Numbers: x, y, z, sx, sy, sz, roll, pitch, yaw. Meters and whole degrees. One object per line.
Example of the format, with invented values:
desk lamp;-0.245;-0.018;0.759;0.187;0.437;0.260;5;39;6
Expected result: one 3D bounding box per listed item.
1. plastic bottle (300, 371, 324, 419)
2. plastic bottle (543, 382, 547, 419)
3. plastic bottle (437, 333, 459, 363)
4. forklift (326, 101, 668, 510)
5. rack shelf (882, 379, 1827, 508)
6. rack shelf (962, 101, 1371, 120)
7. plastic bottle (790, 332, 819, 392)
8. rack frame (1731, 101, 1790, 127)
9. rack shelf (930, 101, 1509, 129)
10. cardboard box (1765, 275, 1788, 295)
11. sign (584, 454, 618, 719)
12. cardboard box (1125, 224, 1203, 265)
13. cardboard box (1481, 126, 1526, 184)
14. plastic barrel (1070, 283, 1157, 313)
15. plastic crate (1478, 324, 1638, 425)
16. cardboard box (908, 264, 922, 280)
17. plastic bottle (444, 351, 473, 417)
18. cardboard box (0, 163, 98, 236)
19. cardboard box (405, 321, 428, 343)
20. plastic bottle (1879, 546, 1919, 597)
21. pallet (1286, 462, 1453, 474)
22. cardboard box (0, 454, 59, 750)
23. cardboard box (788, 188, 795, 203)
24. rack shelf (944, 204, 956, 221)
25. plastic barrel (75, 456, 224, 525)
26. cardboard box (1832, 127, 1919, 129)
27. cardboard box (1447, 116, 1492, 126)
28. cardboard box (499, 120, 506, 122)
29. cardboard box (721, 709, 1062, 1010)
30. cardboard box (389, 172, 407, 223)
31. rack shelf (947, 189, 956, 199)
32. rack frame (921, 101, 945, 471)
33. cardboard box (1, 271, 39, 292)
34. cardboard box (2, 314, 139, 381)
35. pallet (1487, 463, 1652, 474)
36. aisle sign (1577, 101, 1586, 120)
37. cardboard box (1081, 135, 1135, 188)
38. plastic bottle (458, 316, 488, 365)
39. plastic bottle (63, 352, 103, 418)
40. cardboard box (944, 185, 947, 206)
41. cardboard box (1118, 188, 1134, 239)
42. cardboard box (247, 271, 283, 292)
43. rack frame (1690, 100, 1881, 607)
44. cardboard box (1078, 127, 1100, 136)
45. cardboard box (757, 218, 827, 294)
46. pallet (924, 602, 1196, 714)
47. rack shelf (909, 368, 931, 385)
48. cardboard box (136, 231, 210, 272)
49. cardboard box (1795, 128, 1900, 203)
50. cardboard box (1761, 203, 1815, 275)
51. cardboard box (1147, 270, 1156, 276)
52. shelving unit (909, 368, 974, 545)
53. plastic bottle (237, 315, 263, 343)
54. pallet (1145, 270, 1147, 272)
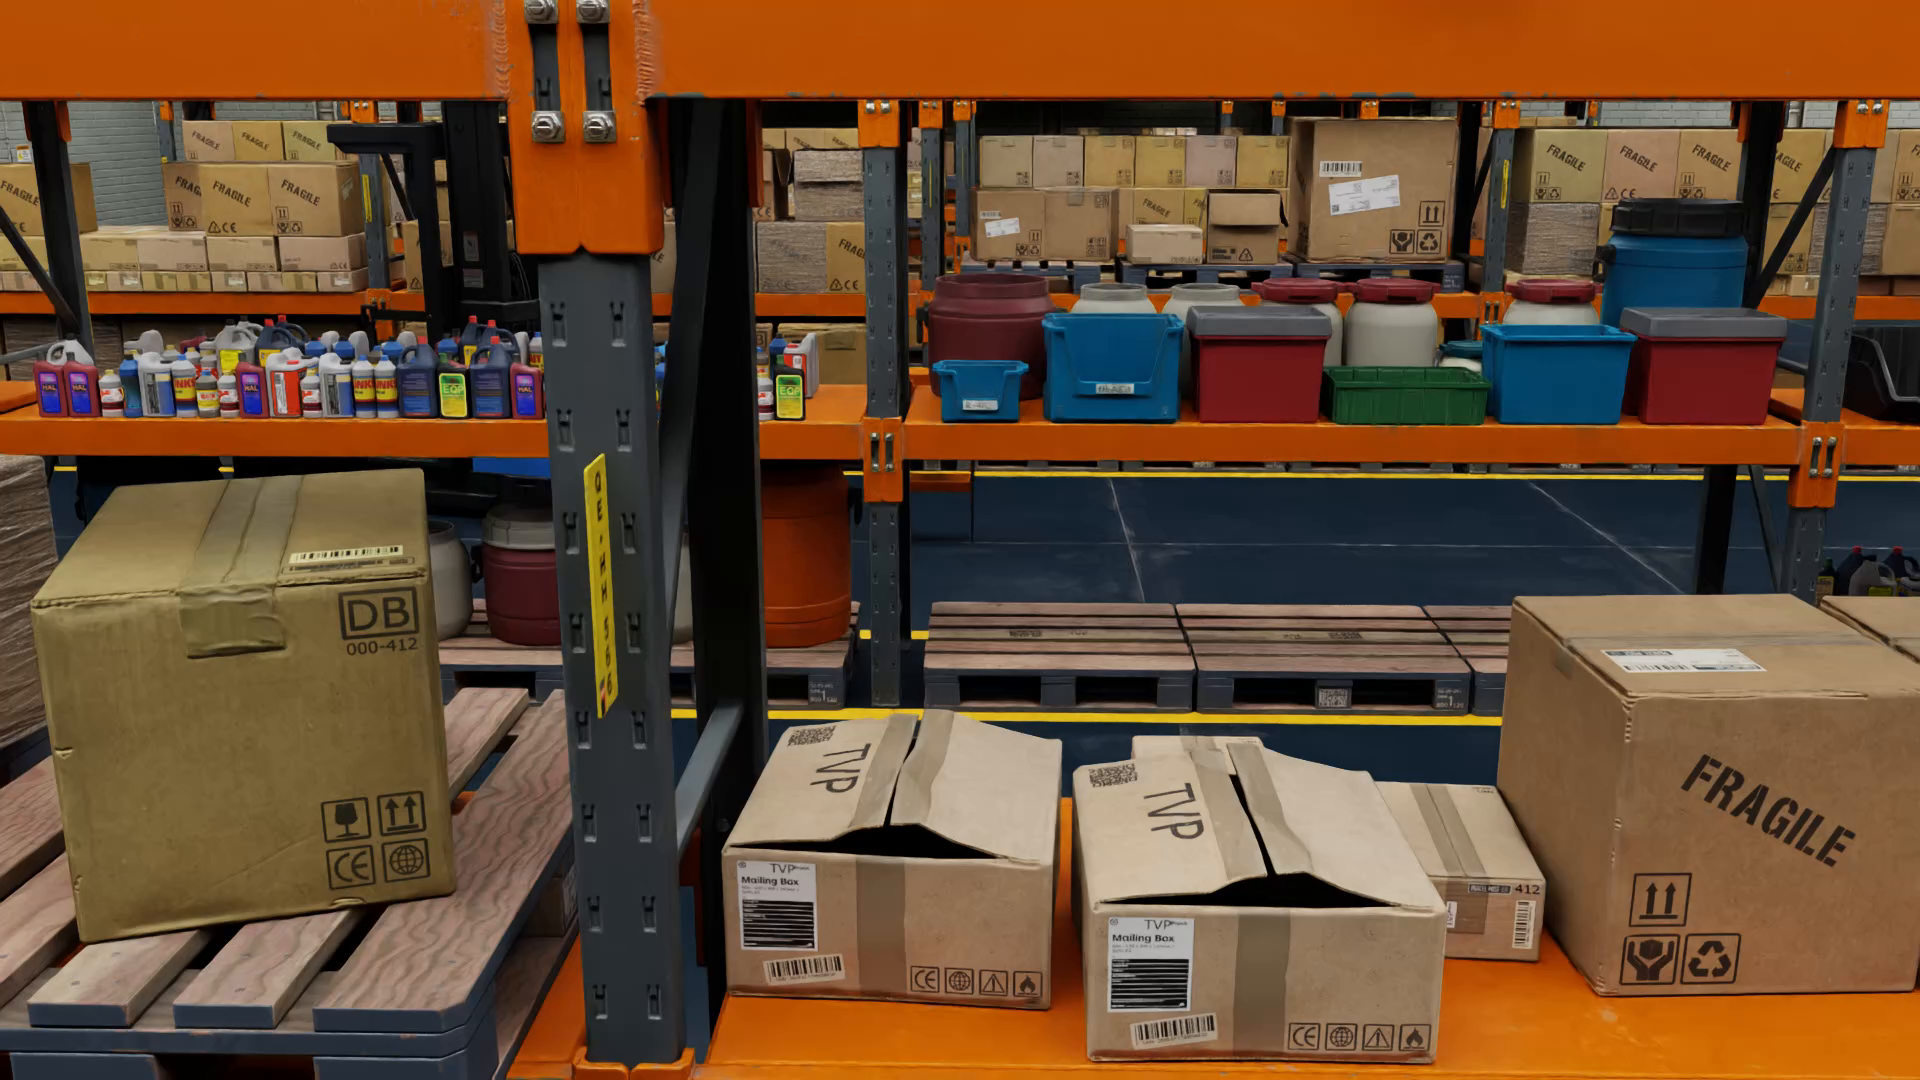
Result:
plastic bottle;-2.827;-0.638;7.266;0.097;0.201;0.097;0;15;0
plastic bottle;-1.764;-0.631;7.240;0.097;0.201;0.097;0;15;0
plastic bottle;-2.435;-0.847;7.923;0.097;0.271;0.097;0;15;0
forklift;-3.422;-1.726;11.137;3.031;2.935;1.130;5;16;19
rack shelf;1.677;-0.461;7.616;4.000;0.370;1.077;0;15;1
rack shelf;2.031;-4.438;16.813;4.000;0.370;1.077;0;15;1
plastic bottle;-0.747;-0.847;7.913;0.135;0.276;0.152;0;15;1
rack frame;8.029;-3.297;16.956;0.127;3.000;1.000;0;15;1
rack shelf;1.804;-3.174;12.021;4.000;0.370;1.077;0;15;1
cardboard box;5.761;-1.863;12.012;0.250;0.149;0.380;0;15;1
sign;-0.457;0.059;2.124;0.005;0.325;0.100;0;15;1
cardboard box;1.474;-2.146;12.063;0.500;0.250;0.500;0;15;0
cardboard box;5.488;-3.894;16.808;0.550;0.550;0.875;0;15;1
plastic barrel;0.712;-0.923;7.741;0.421;0.512;0.421;0;15;0
plastic crate;2.566;-0.716;7.204;0.575;0.384;0.392;0;15;1
cardboard box;-0.651;-2.772;17.574;0.500;0.250;0.500;0;15;-1
plastic bottle;-2.197;-0.684;7.281;0.133;0.283;0.061;0;15;1
cardboard box;-6.702;-2.494;12.152;0.500;0.500;0.500;0;15;0
cardboard box;-3.554;-1.287;12.681;0.875;0.875;1.225;0;15;2
plastic bottle;4.519;0.205;8.015;0.185;0.351;0.144;0;15;-1
pallet;3.025;-0.715;12.636;1.213;0.211;1.003;0;15;1
cardboard box;-1.994;0.160;2.833;0.500;0.500;0.700;3;15;12
cardboard box;-1.763;-3.469;16.696;0.250;0.149;0.380;1;15;3
rack shelf;-1.942;-4.277;22.081;4.000;0.370;1.077;0;15;1
plastic barrel;-3.778;-0.028;7.857;0.708;0.901;0.600;0;15;1
cardboard box;6.759;-2.786;12.282;0.500;0.500;0.500;0;15;1
cardboard box;6.520;-5.165;21.299;0.500;0.500;0.700;0;15;1
cardboard box;-4.444;-3.985;16.824;0.500;0.500;0.500;0;15;-1
cardboard box;-0.090;0.498;2.746;0.500;0.311;0.500;1;15;5
cardboard box;-5.474;-3.505;16.968;0.500;0.500;0.500;0;15;1
rack shelf;-1.819;-5.543;26.879;4.000;0.370;1.077;0;15;1
rack frame;-0.196;-2.085;12.361;0.127;3.000;1.000;0;15;1
cardboard box;-6.819;-1.923;12.240;0.250;0.149;0.380;0;15;0
cardboard box;-6.642;-1.323;12.815;0.875;0.875;0.875;0;15;1
pallet;4.475;-0.715;12.636;1.213;0.211;1.003;0;15;1
aisle sign;8.125;-5.895;21.709;0.004;0.787;0.394;0;15;1
cardboard box;1.499;-3.869;16.970;0.500;0.500;0.700;0;15;1
plastic bottle;-2.293;-0.894;7.945;0.185;0.351;0.144;0;15;1
plastic bottle;-3.832;-0.679;7.263;0.133;0.283;0.061;0;15;1
cardboard box;-0.425;-4.607;22.215;0.500;0.250;0.500;0;15;0
cardboard box;1.486;-3.319;16.846;0.500;0.500;0.500;0;15;1
cardboard box;-5.022;-1.911;12.196;0.250;0.149;0.380;0;15;0
rack frame;3.676;-0.795;7.475;0.127;3.000;1.000;0;15;1
cardboard box;1.700;-5.382;21.986;0.250;0.149;0.380;0;15;-1
cardboard box;-1.194;-2.078;12.139;0.500;0.500;0.500;0;15;1
pallet;0.451;0.542;7.873;1.213;0.211;1.003;0;15;1
rack shelf;-0.165;-0.961;10.091;0.480;0.148;0.258;0;15;1
cardboard box;-5.670;-2.124;12.221;0.500;0.250;0.500;1;15;3
cardboard box;6.246;-2.654;11.782;0.500;0.500;0.500;0;15;1
cardboard box;5.751;-2.228;12.127;0.500;0.500;0.875;0;15;1
cardboard box;2.813;-3.525;22.148;0.625;0.372;0.950;1;15;5
shelving unit;-0.165;-0.581;10.191;0.503;1.200;0.258;0;15;1
plastic bottle;-3.394;-0.901;7.972;0.185;0.351;0.144;0;15;1
pallet;3.442;-4.498;26.976;1.213;0.211;1.003;0;15;1
